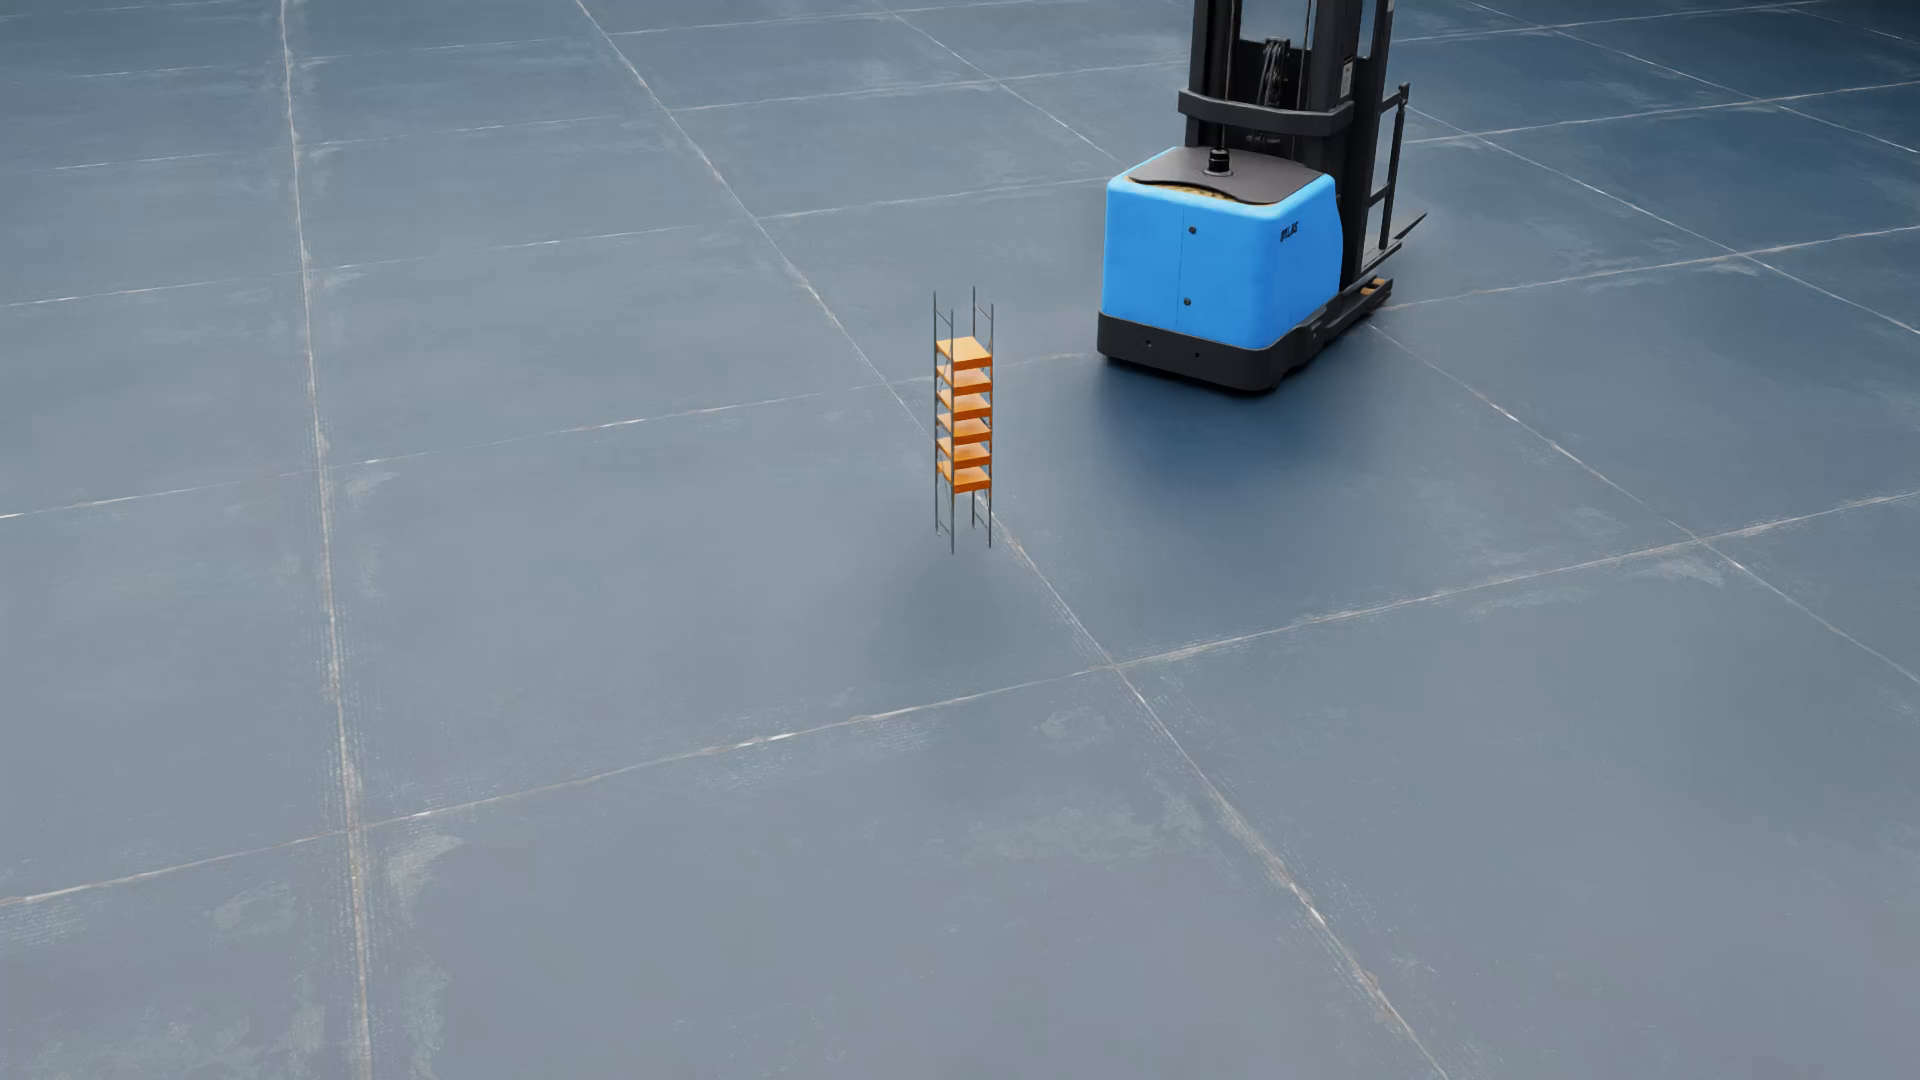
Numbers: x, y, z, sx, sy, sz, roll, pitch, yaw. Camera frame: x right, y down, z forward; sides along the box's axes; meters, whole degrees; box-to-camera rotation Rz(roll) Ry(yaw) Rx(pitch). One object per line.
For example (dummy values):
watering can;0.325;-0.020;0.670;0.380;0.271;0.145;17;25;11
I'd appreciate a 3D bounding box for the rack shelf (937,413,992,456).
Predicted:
rack shelf;0.014;-0.485;7.479;0.180;0.103;0.258;-10;31;-18

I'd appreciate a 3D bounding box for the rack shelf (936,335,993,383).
rack shelf;0.014;-0.798;7.301;0.180;0.103;0.258;-10;31;-18

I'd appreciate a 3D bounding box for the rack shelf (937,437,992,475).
rack shelf;0.014;-0.381;7.539;0.180;0.103;0.258;-10;31;-18

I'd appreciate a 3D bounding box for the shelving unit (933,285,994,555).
shelving unit;0.014;-0.524;7.457;0.189;1.200;0.258;-10;31;-18

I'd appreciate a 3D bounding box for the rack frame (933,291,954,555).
rack frame;-0.072;-0.508;7.430;0.006;1.200;0.240;-10;31;-18

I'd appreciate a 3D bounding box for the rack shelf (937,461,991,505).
rack shelf;0.014;-0.277;7.598;0.180;0.103;0.258;-10;31;-18

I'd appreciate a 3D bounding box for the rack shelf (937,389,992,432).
rack shelf;0.014;-0.589;7.420;0.180;0.103;0.258;-10;31;-18

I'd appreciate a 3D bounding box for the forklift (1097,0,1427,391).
forklift;2.022;-2.766;9.644;1.130;2.935;3.031;18;34;29

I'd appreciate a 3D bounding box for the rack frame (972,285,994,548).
rack frame;0.099;-0.540;7.485;0.006;1.200;0.240;-10;31;-18

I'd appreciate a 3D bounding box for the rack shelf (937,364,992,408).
rack shelf;0.014;-0.694;7.361;0.180;0.103;0.258;-10;31;-18
